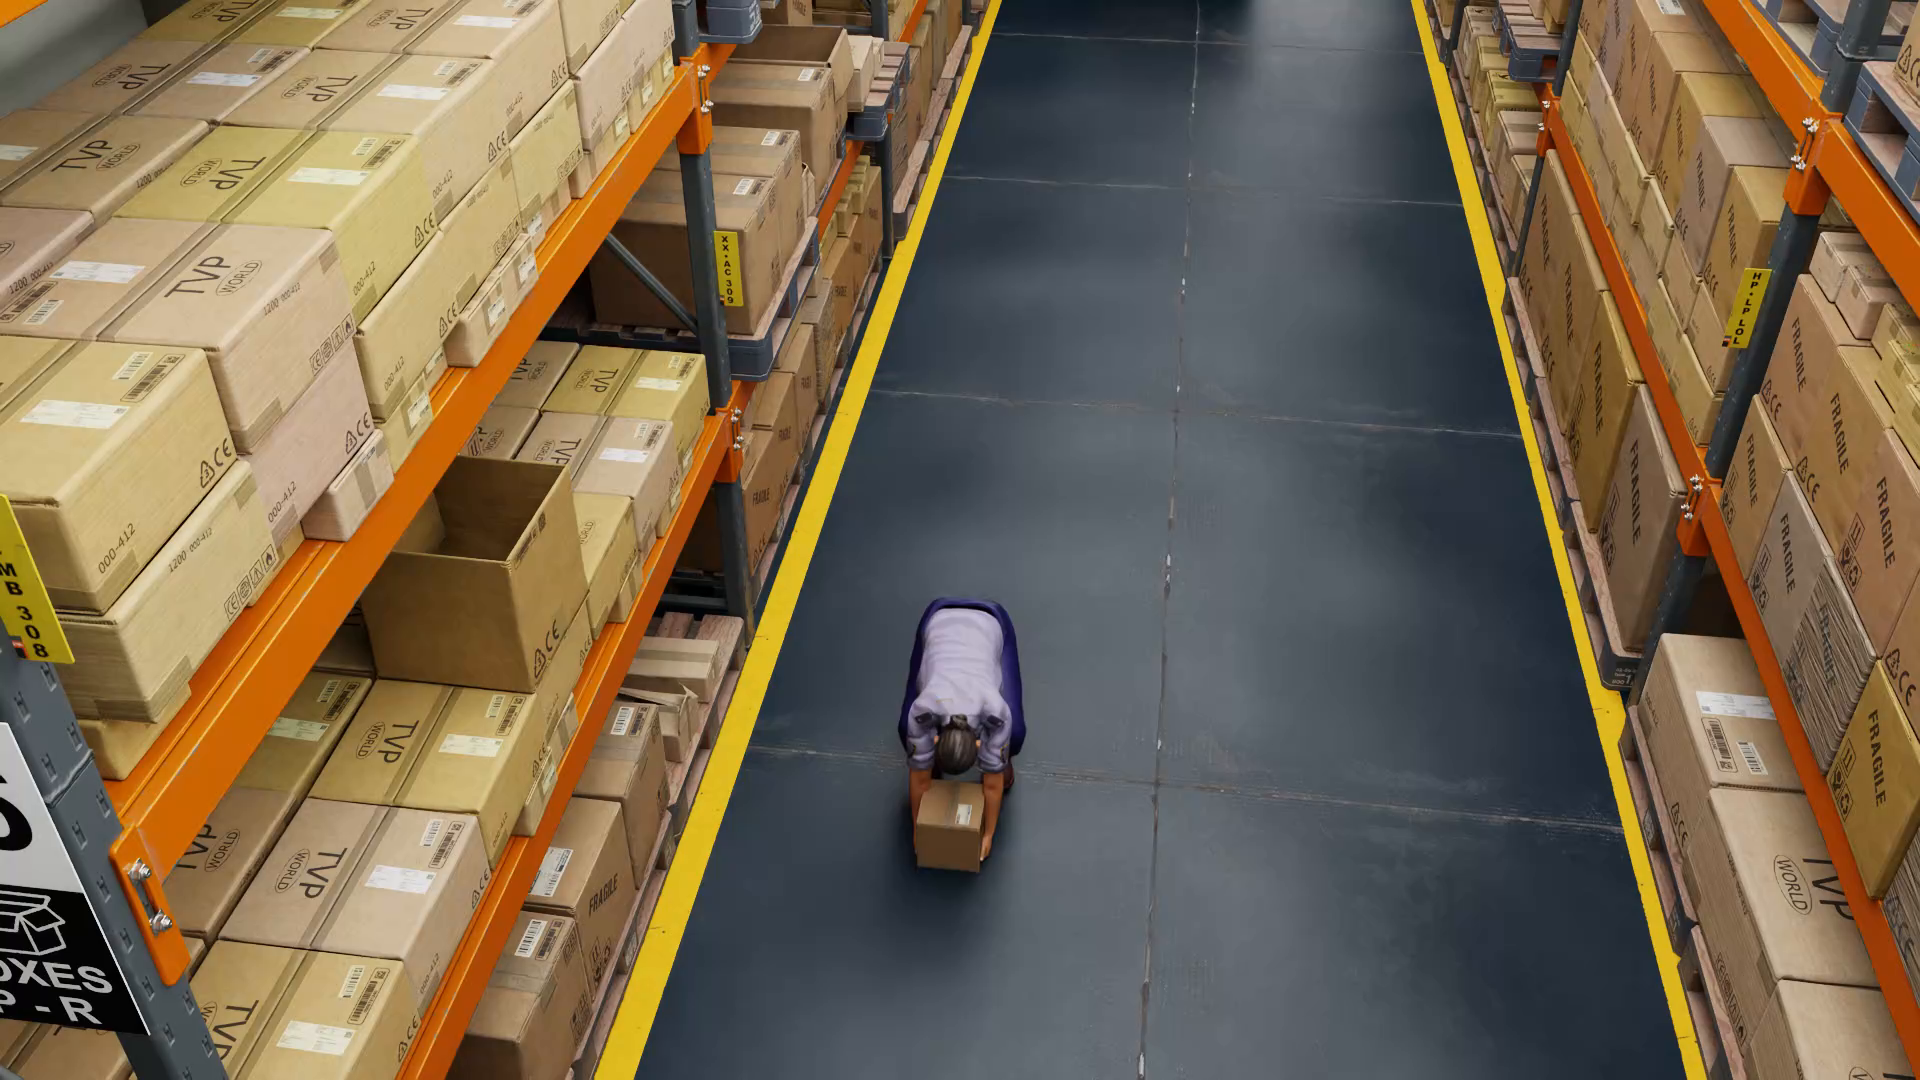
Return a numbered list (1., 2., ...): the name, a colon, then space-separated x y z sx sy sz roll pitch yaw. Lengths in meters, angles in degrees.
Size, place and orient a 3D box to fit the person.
1. person: 0.009 0.750 6.756 0.522 0.807 0.903 3 36 4
